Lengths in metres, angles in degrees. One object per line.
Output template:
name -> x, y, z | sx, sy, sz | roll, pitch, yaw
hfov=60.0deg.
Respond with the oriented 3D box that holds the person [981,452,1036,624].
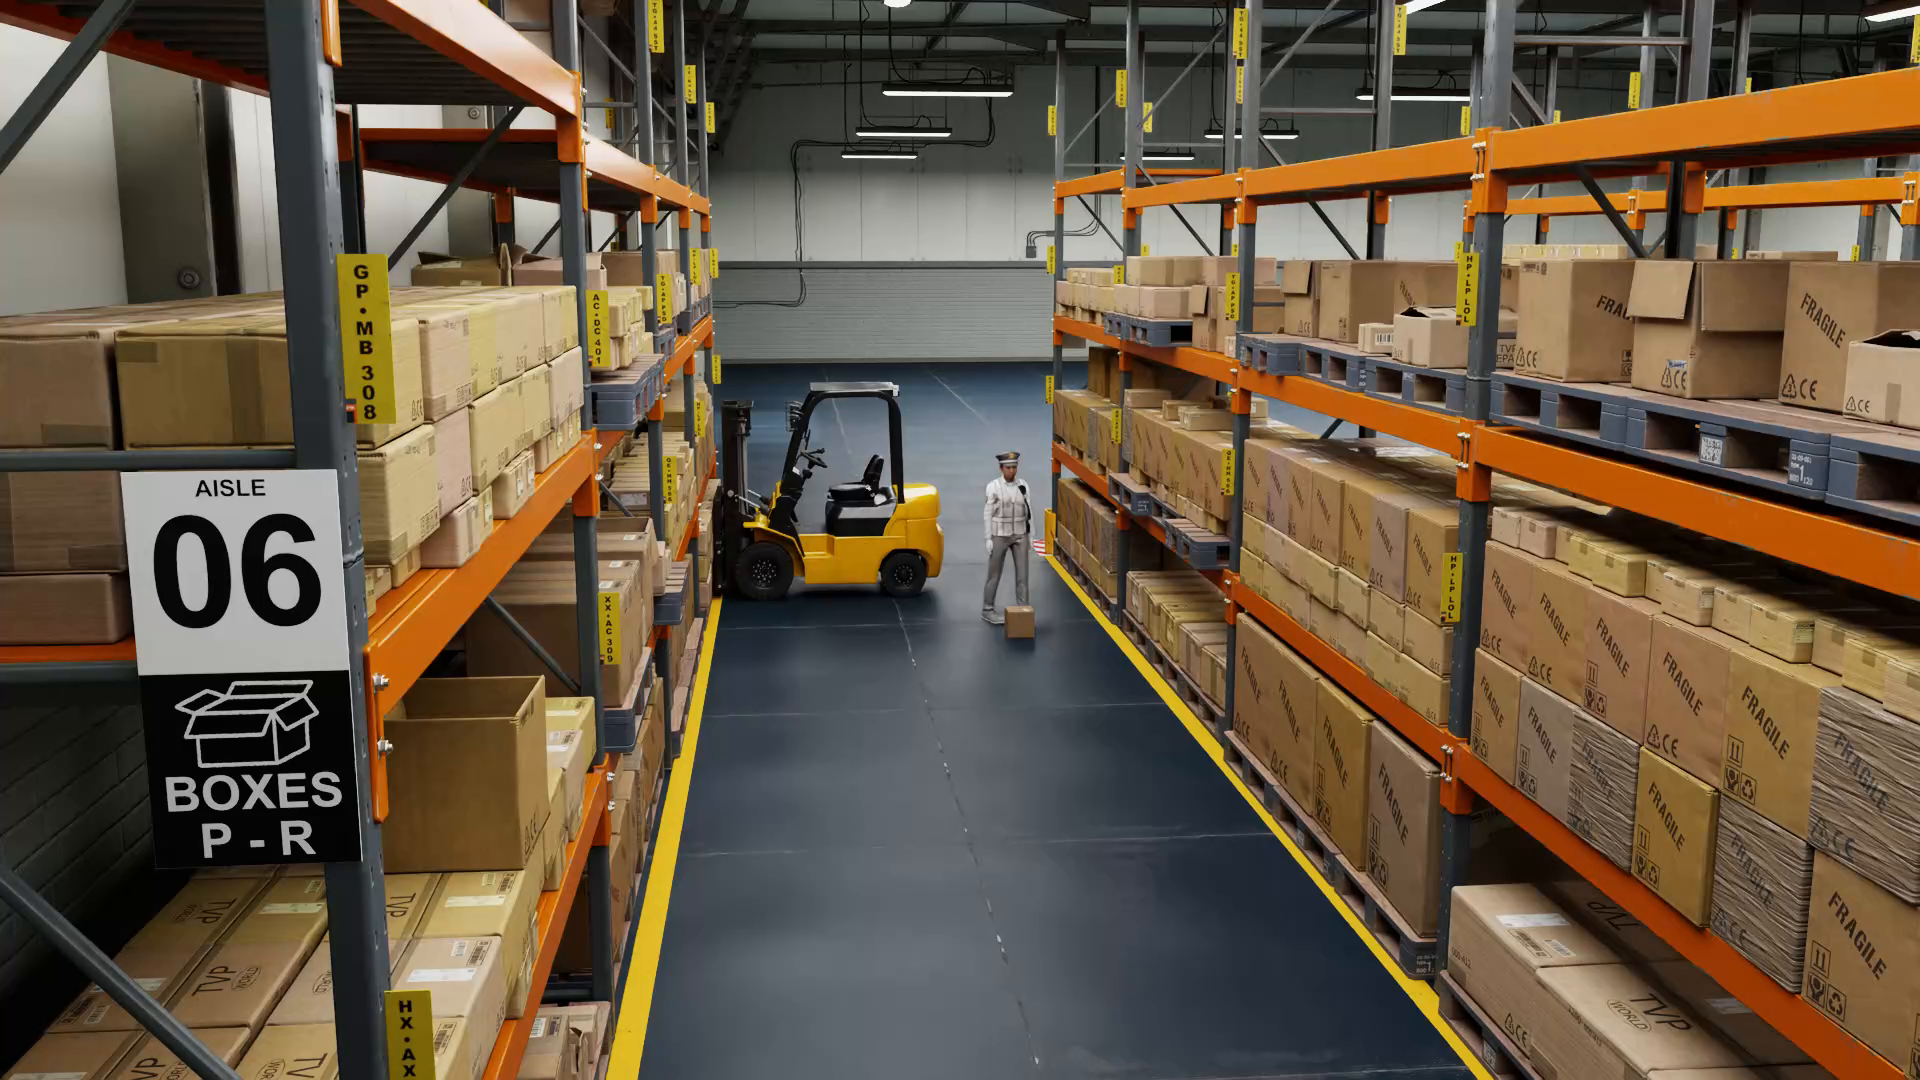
person -> 0.499, -0.008, 15.907 | 0.507, 1.691, 0.528 | -3, 11, -16
